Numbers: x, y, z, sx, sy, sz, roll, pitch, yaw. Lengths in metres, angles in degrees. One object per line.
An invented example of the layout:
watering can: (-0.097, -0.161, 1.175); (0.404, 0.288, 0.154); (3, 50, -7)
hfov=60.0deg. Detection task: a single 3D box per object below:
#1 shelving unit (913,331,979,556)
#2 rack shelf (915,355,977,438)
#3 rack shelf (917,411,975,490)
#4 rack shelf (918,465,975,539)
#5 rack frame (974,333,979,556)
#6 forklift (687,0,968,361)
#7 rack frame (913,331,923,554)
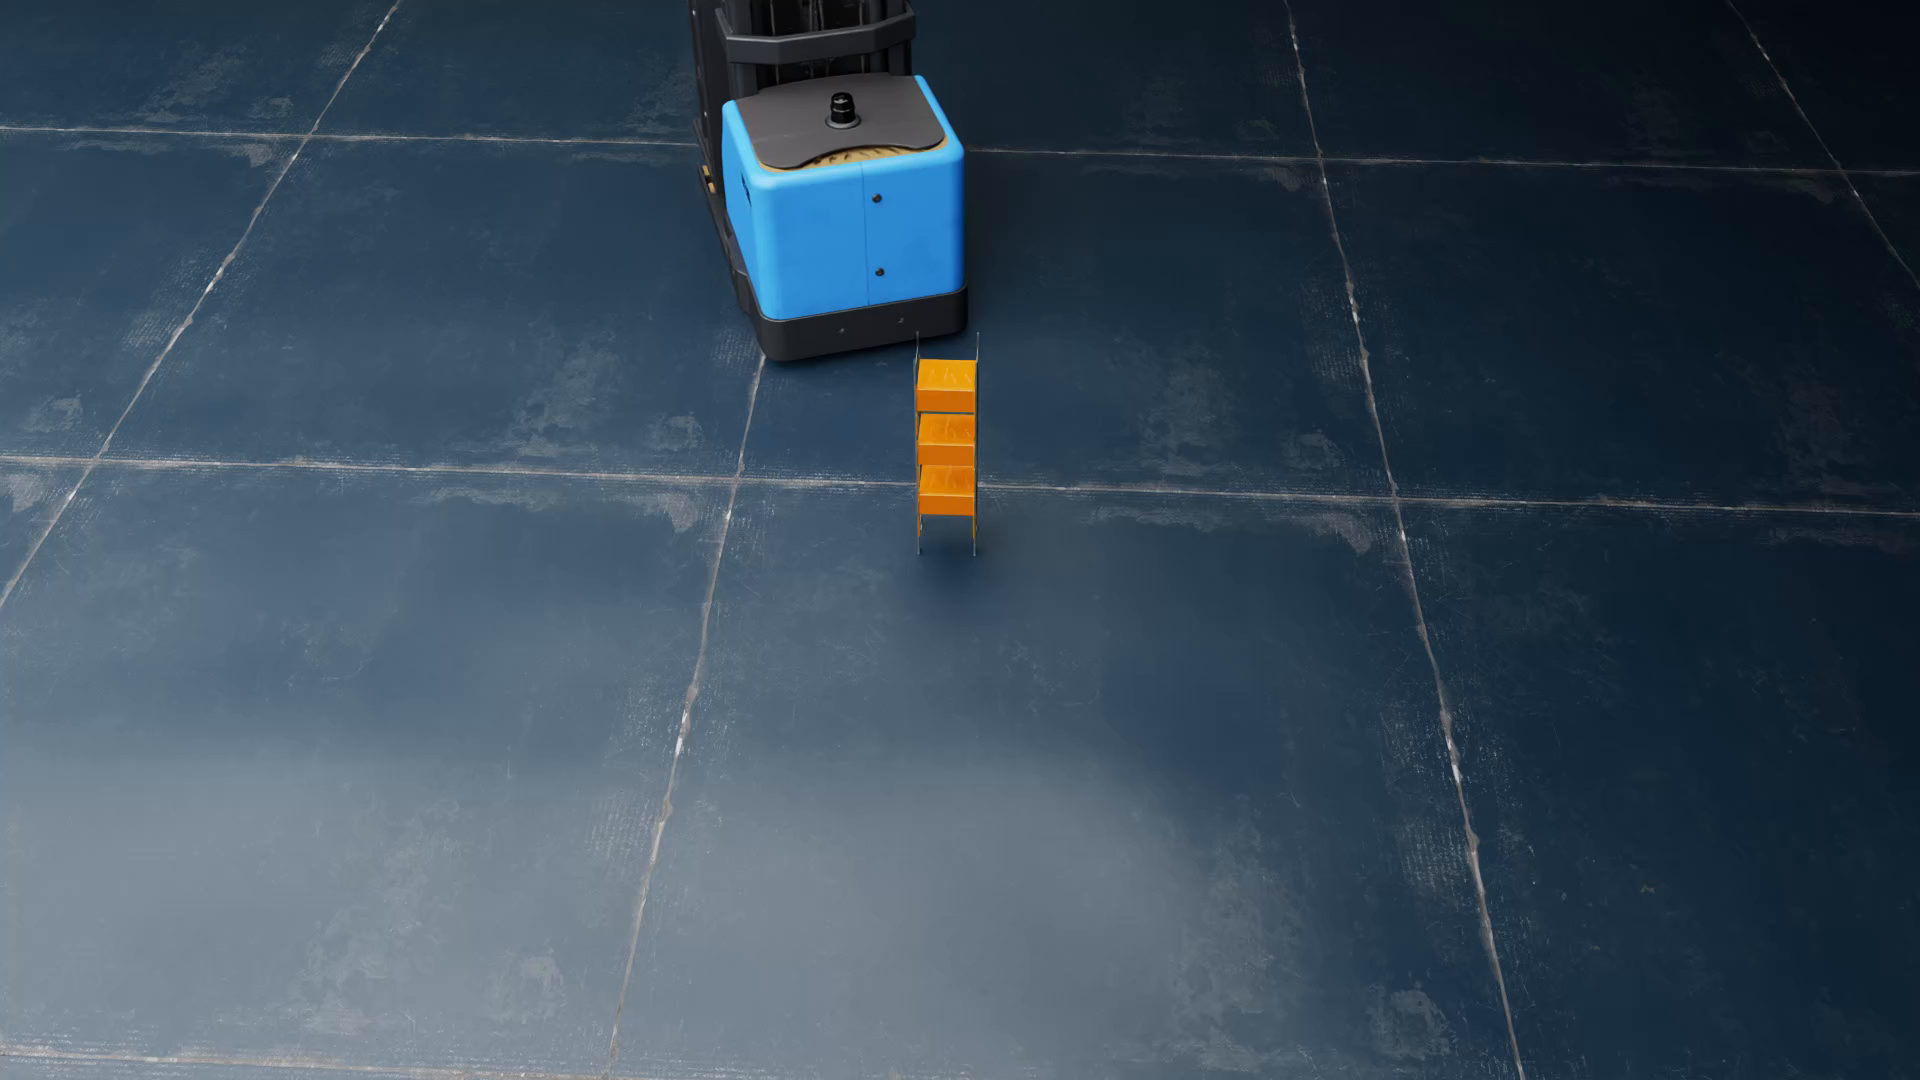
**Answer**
shelving unit: (-0.053, -0.386, 6.979); (0.252, 1.050, 0.215); (2, 43, 2)
rack shelf: (-0.053, -0.586, 6.793); (0.240, 0.259, 0.215); (2, 43, 2)
rack shelf: (-0.053, -0.378, 6.987); (0.240, 0.259, 0.215); (2, 43, 2)
rack shelf: (-0.053, -0.175, 7.176); (0.240, 0.259, 0.215); (2, 43, 2)
rack frame: (0.068, -0.382, 6.975); (0.008, 1.050, 0.200); (2, 43, 2)
forklift: (-0.857, -2.971, 8.374); (1.130, 2.935, 3.031); (-11, 44, -12)
rack frame: (-0.175, -0.390, 6.983); (0.008, 1.050, 0.200); (2, 43, 2)
